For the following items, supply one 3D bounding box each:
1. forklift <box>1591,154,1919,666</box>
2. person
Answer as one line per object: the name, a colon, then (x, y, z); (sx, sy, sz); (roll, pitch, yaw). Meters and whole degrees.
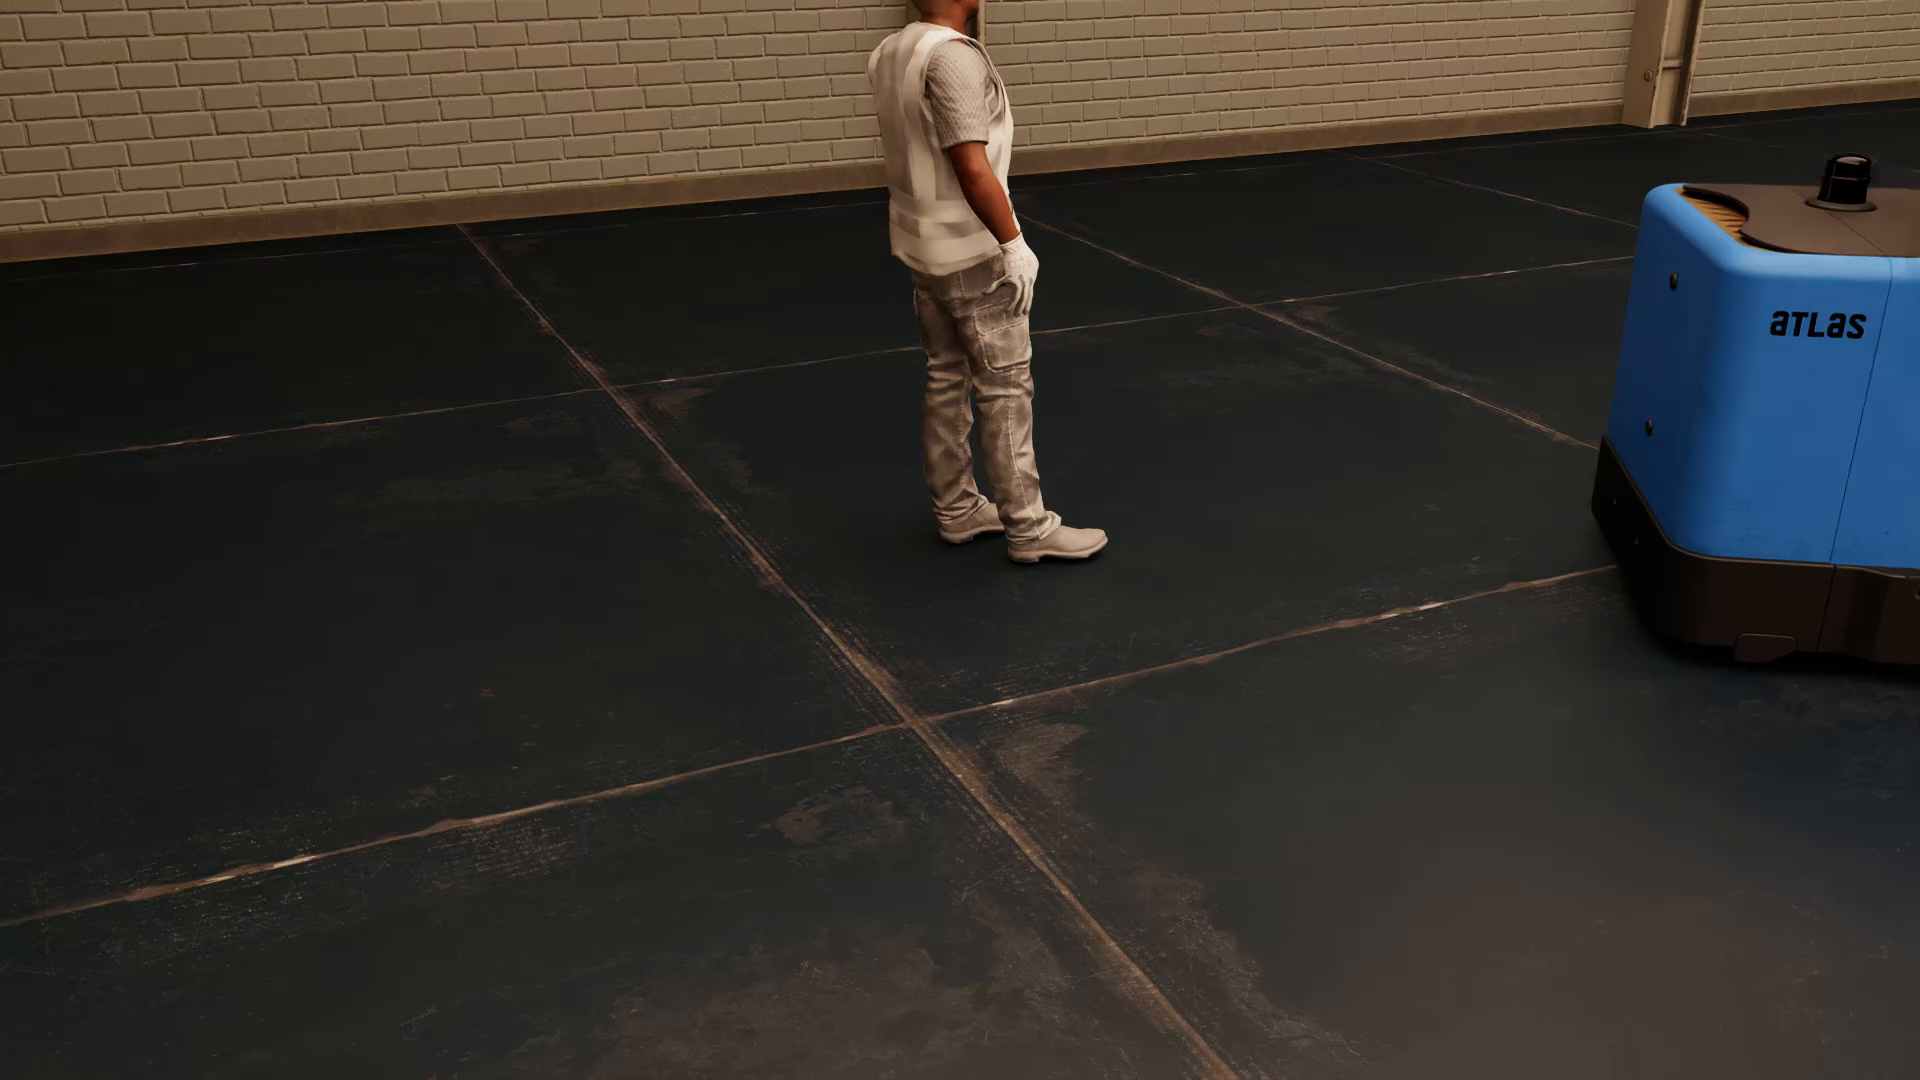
forklift: (3.382, -1.129, 4.004); (3.031, 2.935, 1.130); (4, 23, 8)
person: (0.069, -0.839, 4.784); (0.575, 1.784, 0.656); (-10, 25, -23)
